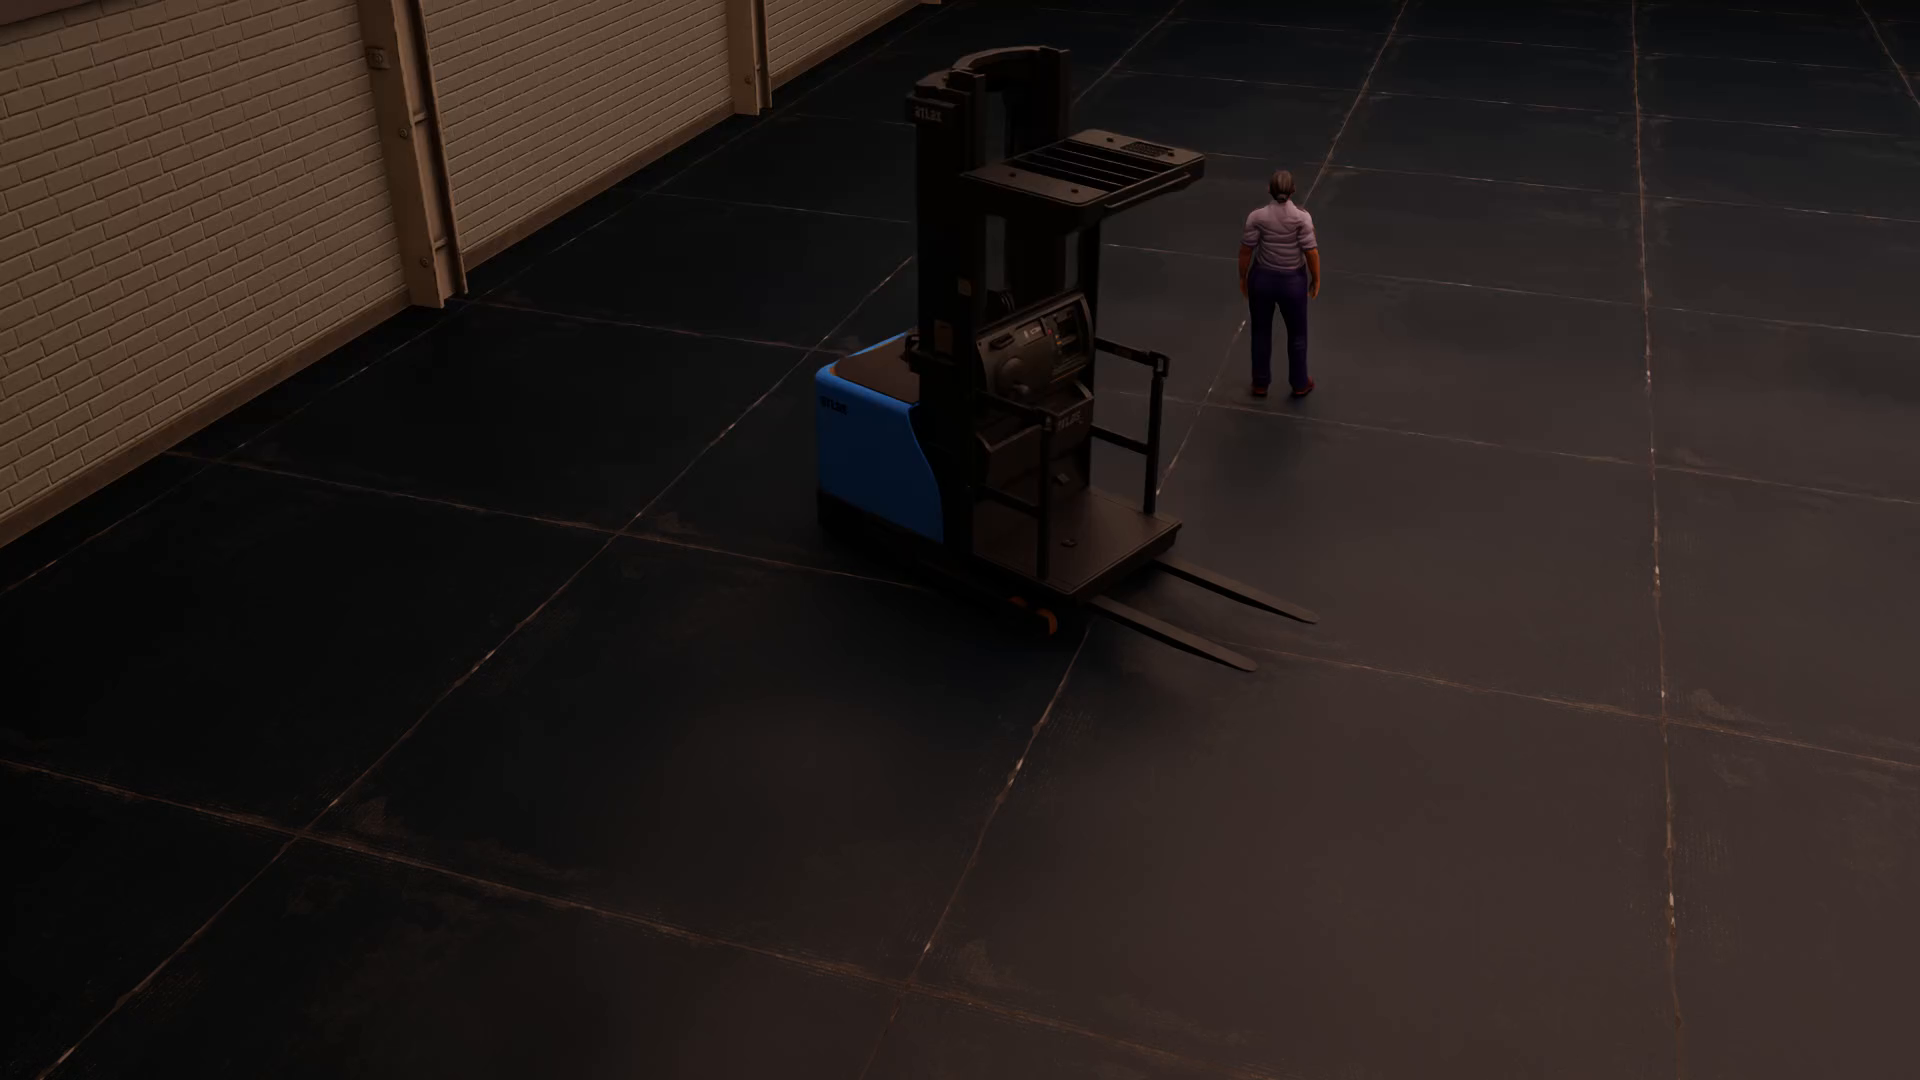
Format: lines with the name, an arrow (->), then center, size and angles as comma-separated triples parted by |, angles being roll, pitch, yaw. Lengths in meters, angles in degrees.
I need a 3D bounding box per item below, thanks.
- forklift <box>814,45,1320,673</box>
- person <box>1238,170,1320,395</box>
forklift -> 0.572, -1.026, 8.935 | 3.031, 2.935, 1.130 | 23, 37, 35
person -> 2.235, -1.795, 11.576 | 0.583, 1.656, 0.487 | 10, 31, 17
